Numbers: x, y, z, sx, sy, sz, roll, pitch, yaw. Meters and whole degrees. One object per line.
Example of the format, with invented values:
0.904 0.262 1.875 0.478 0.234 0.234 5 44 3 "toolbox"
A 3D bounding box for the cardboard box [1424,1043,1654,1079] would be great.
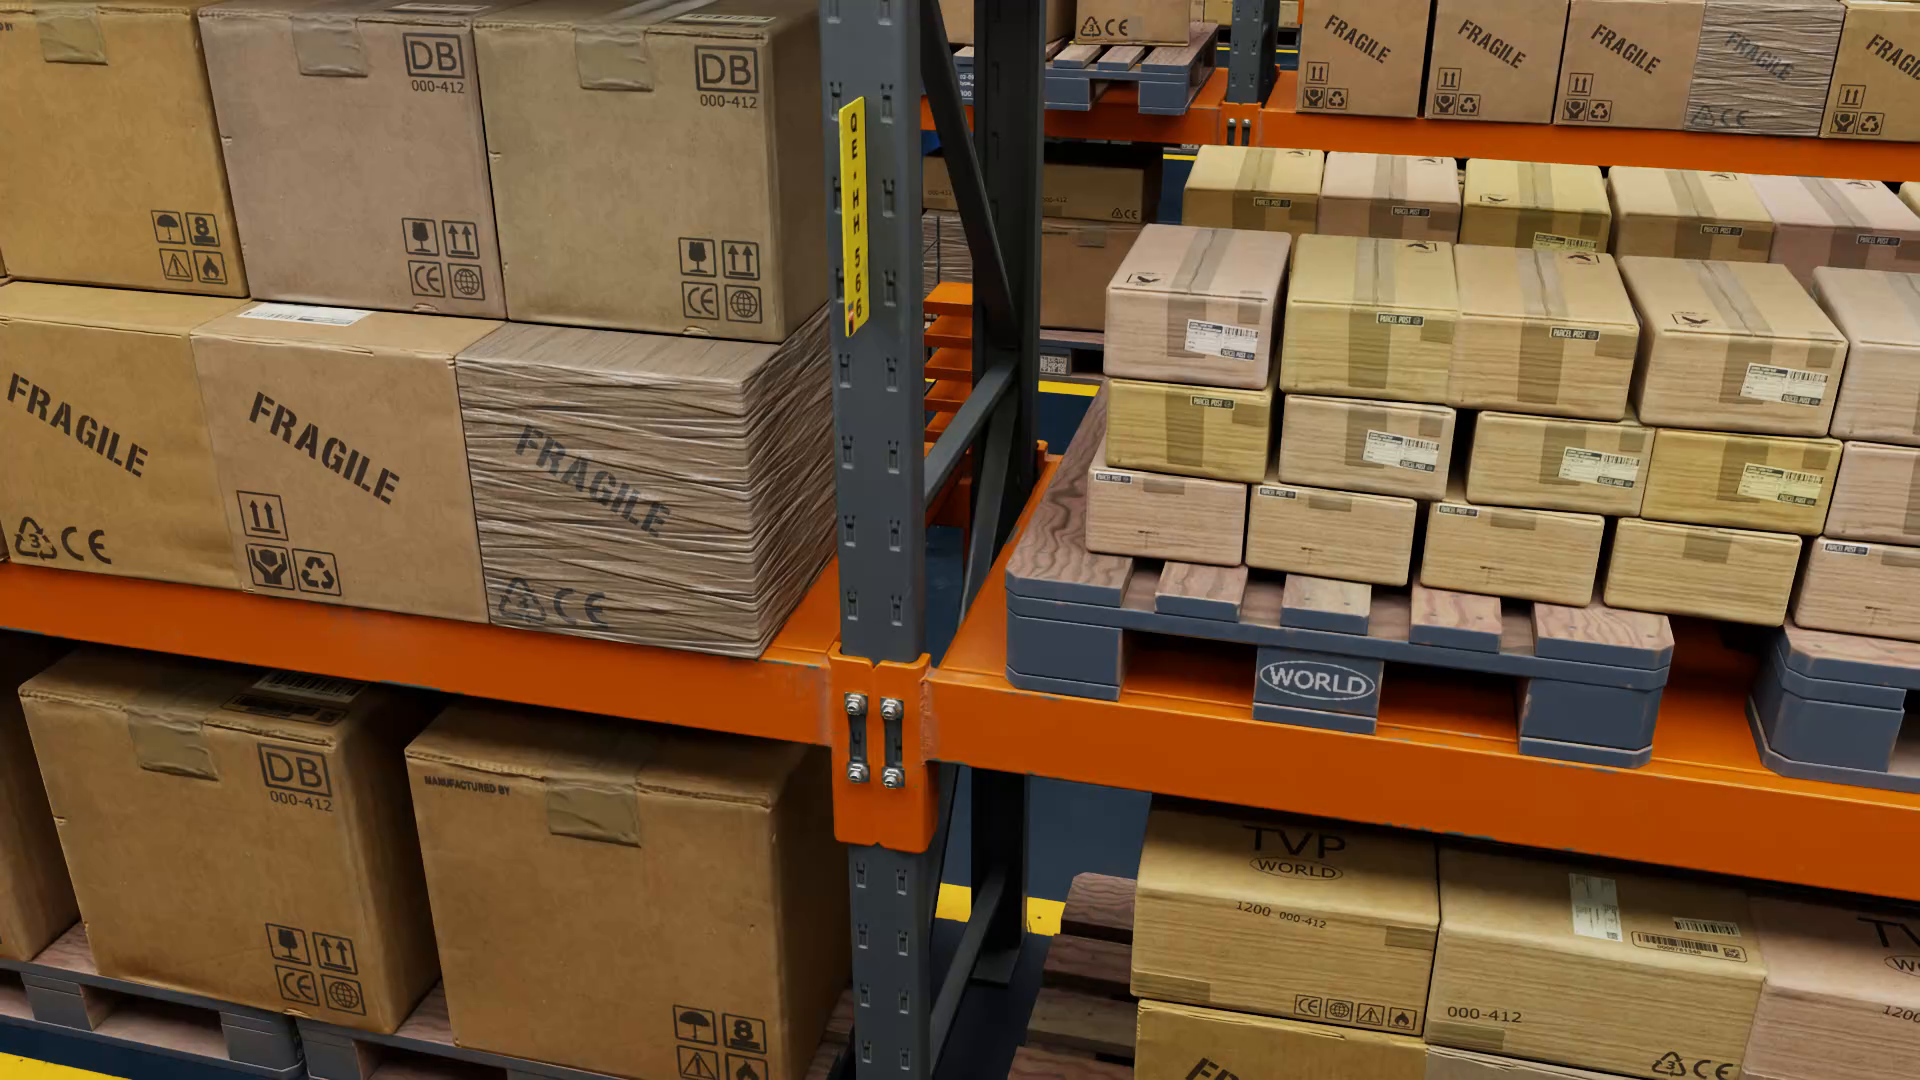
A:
1.094 1.005 3.069 0.500 0.500 0.500 7 26 14 "cardboard box"

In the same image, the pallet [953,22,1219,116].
0.601 -2.168 7.537 1.003 0.211 1.213 6 26 13 "pallet"

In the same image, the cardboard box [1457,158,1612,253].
1.070 -0.596 3.124 0.250 0.149 0.380 7 26 15 "cardboard box"

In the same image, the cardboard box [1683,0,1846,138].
3.202 -1.940 6.720 0.500 0.500 0.500 6 26 13 "cardboard box"

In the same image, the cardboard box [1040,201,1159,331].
0.664 -1.356 8.005 0.500 0.500 0.700 5 26 10 "cardboard box"

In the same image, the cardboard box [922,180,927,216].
-0.427 -1.468 8.240 0.500 0.500 0.700 9 27 17 "cardboard box"

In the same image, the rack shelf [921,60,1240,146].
-0.619 -2.112 8.033 4.000 0.370 1.077 6 26 13 "rack shelf"

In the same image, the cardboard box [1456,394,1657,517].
0.925 -0.188 2.614 0.250 0.149 0.380 5 26 11 "cardboard box"

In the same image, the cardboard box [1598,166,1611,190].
2.842 -1.272 7.415 0.875 0.875 1.225 6 26 13 "cardboard box"

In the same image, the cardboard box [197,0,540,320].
-0.938 -0.771 3.100 0.500 0.500 0.700 6 26 12 "cardboard box"

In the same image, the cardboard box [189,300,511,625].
-1.001 -0.204 3.073 0.500 0.500 0.500 6 26 13 "cardboard box"

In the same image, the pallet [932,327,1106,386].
0.561 -1.048 8.205 1.213 0.211 1.003 6 26 13 "pallet"

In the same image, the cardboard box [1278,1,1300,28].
3.218 -5.249 16.497 0.500 0.250 0.500 7 26 14 "cardboard box"

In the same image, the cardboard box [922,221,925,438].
-0.383 -0.374 3.430 0.500 0.500 0.500 7 26 14 "cardboard box"

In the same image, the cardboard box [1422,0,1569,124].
2.221 -2.048 6.946 0.500 0.500 0.500 6 26 12 "cardboard box"

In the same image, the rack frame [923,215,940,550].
-0.103 -0.553 6.016 0.006 1.200 0.240 6 26 13 "rack frame"

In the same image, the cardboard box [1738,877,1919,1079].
1.559 0.719 2.797 0.500 0.250 0.500 7 26 13 "cardboard box"

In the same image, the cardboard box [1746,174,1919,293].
1.561 -0.541 3.008 0.250 0.149 0.380 6 26 13 "cardboard box"

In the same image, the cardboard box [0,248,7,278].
-1.930 -0.880 3.329 0.500 0.500 0.700 6 26 12 "cardboard box"

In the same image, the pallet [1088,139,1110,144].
0.633 -3.256 12.844 1.213 0.211 1.003 6 26 13 "pallet"

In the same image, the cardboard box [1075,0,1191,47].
0.785 -2.499 7.404 0.500 0.500 0.500 3 26 7 "cardboard box"

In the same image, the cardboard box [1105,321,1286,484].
0.403 -0.244 2.730 0.250 0.149 0.380 7 26 15 "cardboard box"

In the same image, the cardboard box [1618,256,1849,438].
1.138 -0.299 2.500 0.250 0.149 0.380 5 26 11 "cardboard box"

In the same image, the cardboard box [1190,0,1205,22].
2.232 -5.358 16.725 0.500 0.250 0.500 7 26 14 "cardboard box"

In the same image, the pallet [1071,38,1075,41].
1.823 -5.323 17.186 1.213 0.211 1.003 6 26 13 "pallet"

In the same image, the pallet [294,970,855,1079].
-0.760 0.975 3.957 1.213 0.211 1.003 6 26 13 "pallet"

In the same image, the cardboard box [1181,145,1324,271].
0.574 -0.652 3.241 0.250 0.149 0.380 5 26 11 "cardboard box"

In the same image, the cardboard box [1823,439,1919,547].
1.411 -0.134 2.501 0.250 0.149 0.380 6 26 13 "cardboard box"

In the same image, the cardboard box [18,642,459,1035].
-1.430 0.463 3.917 0.750 0.750 1.050 7 26 14 "cardboard box"

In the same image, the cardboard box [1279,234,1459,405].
0.645 -0.356 2.619 0.250 0.149 0.380 6 26 12 "cardboard box"

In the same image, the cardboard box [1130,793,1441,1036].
0.592 0.606 3.034 0.500 0.250 0.500 5 26 11 "cardboard box"

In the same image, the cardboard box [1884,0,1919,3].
3.909 -2.436 6.593 0.637 0.503 0.797 7 26 14 "cardboard box"

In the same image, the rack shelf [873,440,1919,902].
1.922 0.370 2.819 4.000 0.370 1.077 6 26 13 "rack shelf"

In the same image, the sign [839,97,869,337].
-0.150 -0.460 2.380 0.005 0.325 0.100 6 26 13 "sign"

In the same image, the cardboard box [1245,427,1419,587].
0.628 -0.084 2.741 0.250 0.149 0.380 8 26 16 "cardboard box"

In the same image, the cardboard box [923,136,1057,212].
0.145 -1.743 7.945 0.500 0.250 0.500 9 27 19 "cardboard box"

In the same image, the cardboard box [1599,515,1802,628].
1.151 -0.027 2.621 0.250 0.149 0.380 8 26 15 "cardboard box"

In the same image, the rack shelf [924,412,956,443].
-0.014 -0.395 6.066 0.180 0.103 0.258 6 26 13 "rack shelf"

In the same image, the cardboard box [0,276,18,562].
-1.983 -0.311 3.297 0.500 0.500 0.500 7 26 14 "cardboard box"

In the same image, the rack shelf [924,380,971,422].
-0.014 -0.503 6.014 0.180 0.103 0.258 6 26 13 "rack shelf"

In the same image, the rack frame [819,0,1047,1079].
-0.015 -0.169 3.115 0.127 3.000 1.000 6 26 13 "rack frame"

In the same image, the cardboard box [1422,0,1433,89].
2.339 -2.262 7.396 0.500 0.500 0.500 6 26 13 "cardboard box"

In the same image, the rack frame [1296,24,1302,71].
2.551 -4.285 11.760 0.127 3.000 1.000 6 26 13 "rack frame"

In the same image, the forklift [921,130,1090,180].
0.090 -3.625 10.455 1.130 2.935 3.031 12 28 24 "forklift"

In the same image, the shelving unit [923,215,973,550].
-0.014 -0.543 5.995 0.189 1.200 0.258 6 26 13 "shelving unit"

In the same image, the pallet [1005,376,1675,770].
0.701 -0.050 3.089 1.003 0.211 1.213 6 26 13 "pallet"
